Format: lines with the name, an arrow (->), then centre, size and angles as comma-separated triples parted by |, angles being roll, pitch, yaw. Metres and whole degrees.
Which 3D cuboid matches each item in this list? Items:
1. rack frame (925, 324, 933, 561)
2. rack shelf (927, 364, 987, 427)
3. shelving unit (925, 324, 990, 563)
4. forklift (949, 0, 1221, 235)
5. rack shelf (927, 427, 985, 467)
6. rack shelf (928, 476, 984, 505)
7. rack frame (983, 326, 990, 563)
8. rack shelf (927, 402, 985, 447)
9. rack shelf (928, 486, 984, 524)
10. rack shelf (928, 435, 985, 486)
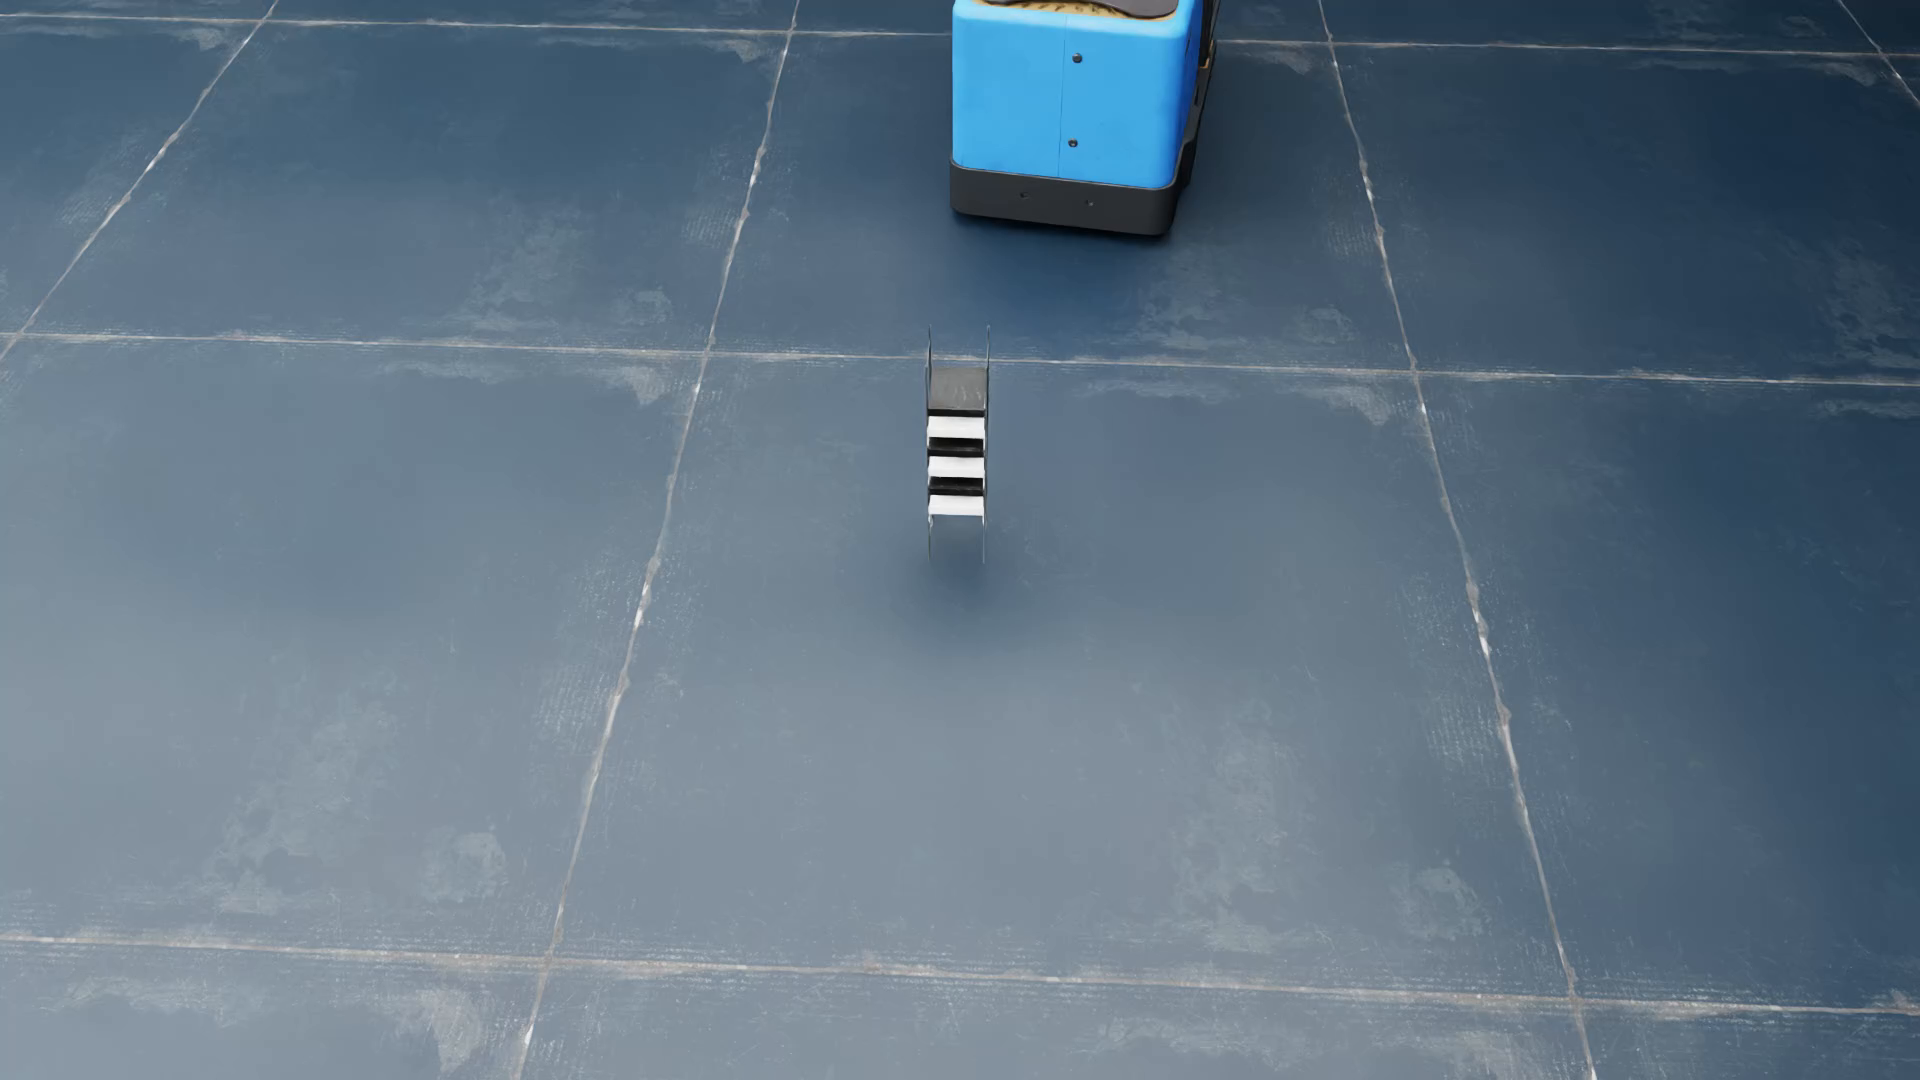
rack frame -> -0.110, -0.333, 5.947 | 0.006, 0.900, 0.240 | 2, 43, 2
rack shelf -> -0.008, -0.503, 5.782 | 0.200, 0.077, 0.258 | 2, 43, 2
shelving unit -> -0.008, -0.330, 5.944 | 0.210, 0.900, 0.258 | 2, 43, 2
forklift -> 0.764, -3.492, 7.848 | 1.130, 2.935, 3.031 | 8, 44, 9
rack shelf -> -0.008, -0.371, 5.905 | 0.200, 0.077, 0.258 | 2, 43, 2
rack shelf -> -0.008, -0.239, 6.028 | 0.200, 0.077, 0.258 | 2, 43, 2
rack frame -> 0.093, -0.326, 5.940 | 0.006, 0.900, 0.240 | 2, 43, 2
rack shelf -> -0.008, -0.437, 5.844 | 0.200, 0.077, 0.258 | 2, 43, 2
rack shelf -> -0.008, -0.173, 6.089 | 0.200, 0.077, 0.258 | 2, 43, 2
rack shelf -> -0.008, -0.305, 5.966 | 0.200, 0.077, 0.258 | 2, 43, 2
